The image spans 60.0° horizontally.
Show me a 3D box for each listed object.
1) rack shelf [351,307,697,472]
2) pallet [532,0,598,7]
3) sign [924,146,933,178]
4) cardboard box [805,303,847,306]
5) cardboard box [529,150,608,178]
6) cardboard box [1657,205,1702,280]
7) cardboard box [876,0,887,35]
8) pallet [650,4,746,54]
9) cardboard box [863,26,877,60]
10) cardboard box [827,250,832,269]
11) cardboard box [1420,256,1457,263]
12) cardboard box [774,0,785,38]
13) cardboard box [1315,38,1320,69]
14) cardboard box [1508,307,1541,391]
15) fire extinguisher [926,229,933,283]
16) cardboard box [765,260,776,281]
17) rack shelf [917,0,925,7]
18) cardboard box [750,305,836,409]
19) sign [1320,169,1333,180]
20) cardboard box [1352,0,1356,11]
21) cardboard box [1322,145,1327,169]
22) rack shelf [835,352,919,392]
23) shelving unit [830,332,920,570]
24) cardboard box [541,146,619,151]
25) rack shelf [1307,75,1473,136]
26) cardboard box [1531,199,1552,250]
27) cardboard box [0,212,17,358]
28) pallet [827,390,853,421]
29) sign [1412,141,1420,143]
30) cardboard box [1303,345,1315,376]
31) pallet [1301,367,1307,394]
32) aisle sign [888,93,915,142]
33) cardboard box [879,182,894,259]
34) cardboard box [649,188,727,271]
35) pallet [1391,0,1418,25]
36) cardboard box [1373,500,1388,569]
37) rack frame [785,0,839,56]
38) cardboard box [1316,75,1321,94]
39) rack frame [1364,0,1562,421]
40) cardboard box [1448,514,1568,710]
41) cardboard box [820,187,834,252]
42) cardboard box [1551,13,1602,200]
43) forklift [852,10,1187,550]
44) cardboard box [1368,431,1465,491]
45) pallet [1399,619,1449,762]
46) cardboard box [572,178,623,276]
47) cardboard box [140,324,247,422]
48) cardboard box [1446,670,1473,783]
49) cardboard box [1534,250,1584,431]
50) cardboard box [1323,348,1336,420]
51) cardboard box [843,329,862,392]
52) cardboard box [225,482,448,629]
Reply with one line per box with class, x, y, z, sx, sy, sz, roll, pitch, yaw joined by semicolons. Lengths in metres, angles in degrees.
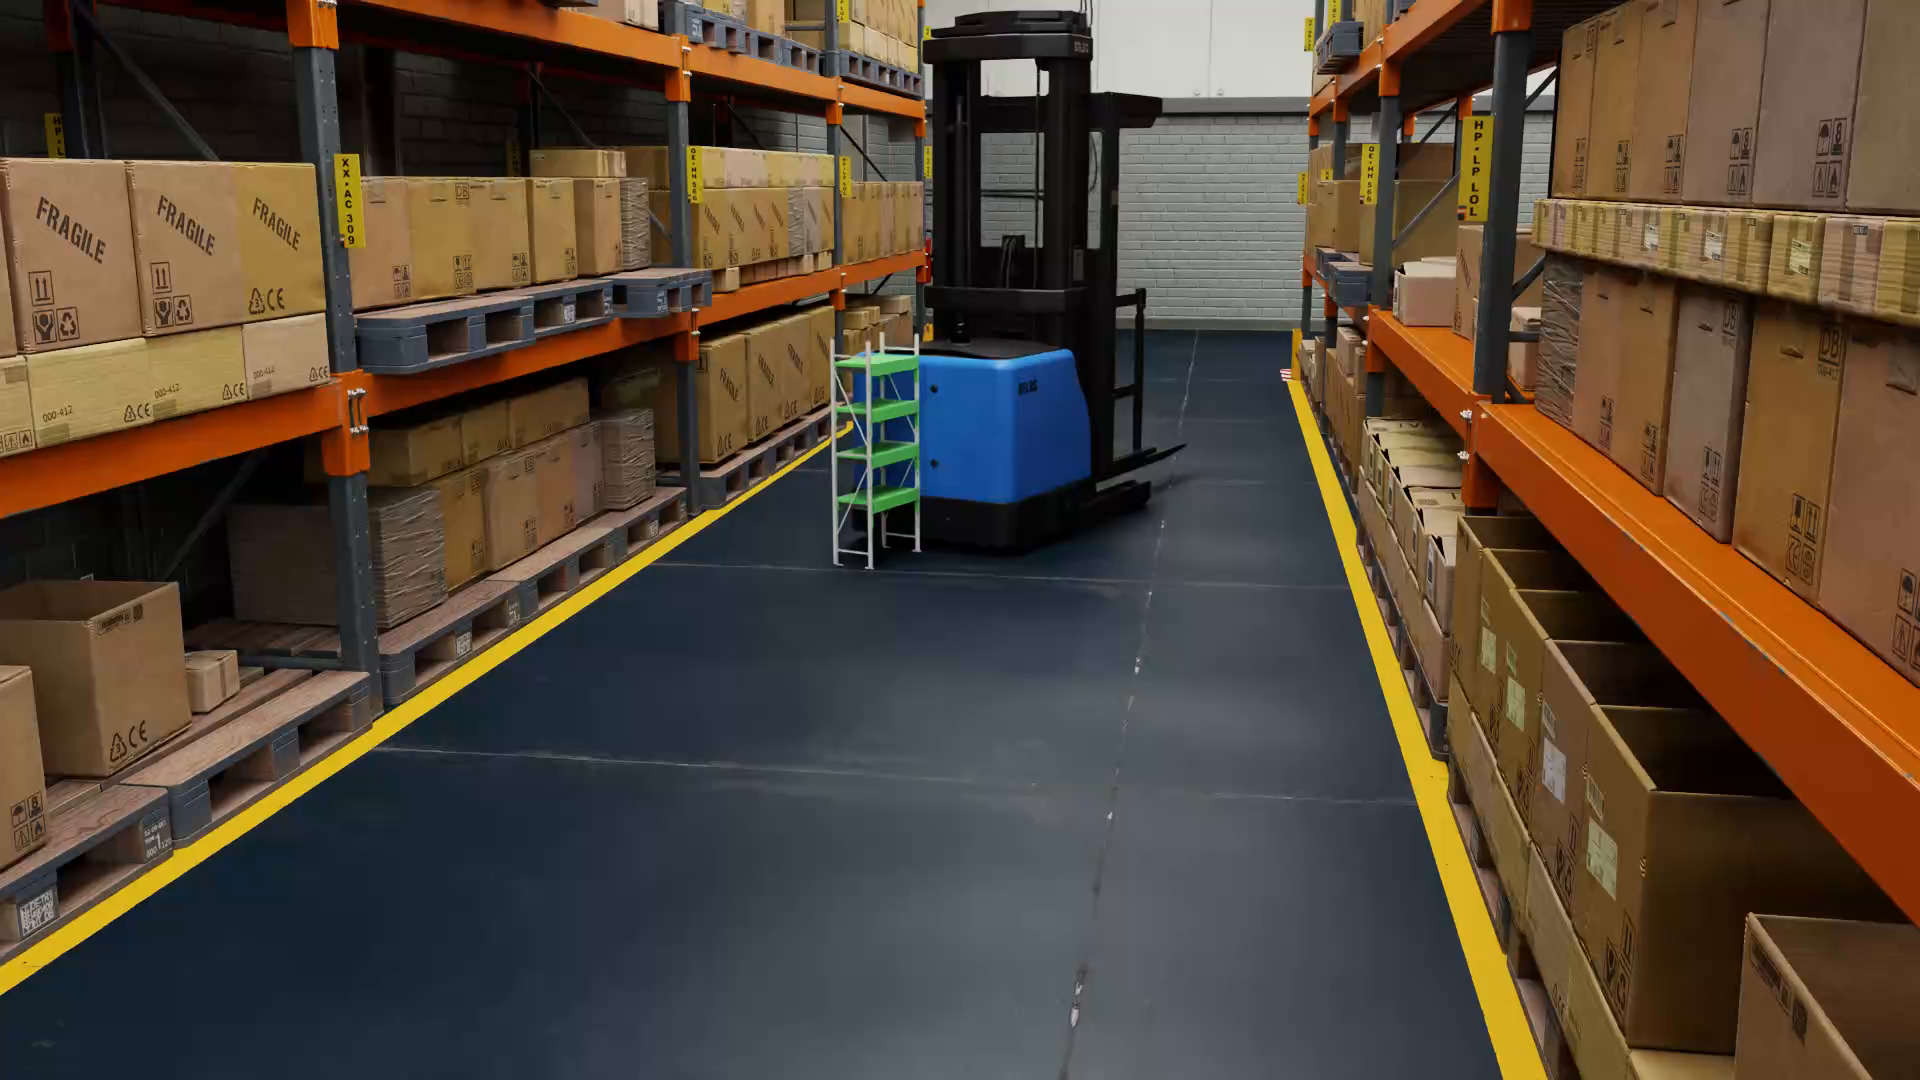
rack shelf;-2.404;-0.864;8.088;1.077;0.370;4.000;2;12;9
pallet;-2.355;-2.515;7.367;1.213;0.211;1.003;2;12;9
sign;-0.332;-3.958;17.430;0.100;0.325;0.005;2;12;9
cardboard box;-1.286;-2.164;15.813;0.380;0.149;0.250;2;12;8
cardboard box;-2.155;-2.072;9.168;0.380;0.149;0.250;0;12;-1
cardboard box;1.716;-0.633;3.533;0.380;0.149;0.250;2;12;8
cardboard box;-0.951;-4.828;14.996;0.500;0.500;0.500;2;12;9
pallet;-2.050;-3.141;10.278;1.213;0.211;1.003;2;12;11
cardboard box;-1.022;-4.352;14.571;0.500;0.250;0.500;2;12;7
cardboard box;-1.254;-2.272;13.463;0.380;0.149;0.250;2;12;9
cardboard box;2.699;-1.354;8.868;0.500;0.311;0.500;3;12;12
cardboard box;-1.726;-4.015;12.602;0.700;0.500;0.500;1;12;6
cardboard box;3.609;-4.572;15.639;0.500;0.250;0.500;2;12;9
cardboard box;2.216;-0.670;5.837;0.500;0.250;0.500;3;12;12
fire extinguisher;-0.387;-3.093;17.796;0.296;0.674;0.183;2;12;9
cardboard box;-1.545;-1.954;11.988;0.380;0.149;0.250;2;12;10
rack shelf;-1.174;-5.266;15.226;1.077;0.370;4.000;2;12;9
cardboard box;-1.453;-1.479;13.343;0.750;0.750;0.750;2;12;9
sign;2.876;-2.744;13.050;0.100;0.325;0.005;2;12;9
cardboard box;3.451;-4.411;13.110;0.700;0.500;0.500;2;12;9
cardboard box;3.312;-3.063;13.974;0.500;0.500;0.500;2;12;8
rack shelf;-0.447;-0.893;8.815;0.258;0.148;0.480;7;14;29
shelving unit;-0.447;-0.487;8.903;0.258;1.200;0.503;7;14;29
cardboard box;-2.283;-2.305;10.298;0.500;0.250;0.500;2;12;10
rack shelf;3.721;-3.836;14.759;1.077;0.370;4.000;2;12;9
cardboard box;1.951;-0.956;5.030;0.380;0.149;0.250;2;12;9
cardboard box;-2.718;-0.677;4.042;0.500;0.500;0.500;2;12;10
pallet;-1.287;-1.257;14.825;1.003;0.211;1.213;2;12;9
sign;4.574;-3.836;16.673;0.100;0.325;0.005;2;12;9
cardboard box;3.511;-1.696;15.725;0.500;0.250;0.500;2;12;9
pallet;3.896;-1.592;16.381;1.003;0.211;1.213;2;12;9
aisle sign;-0.559;-4.573;17.422;0.394;0.787;0.004;2;12;9
cardboard box;-1.162;-3.027;15.707;0.980;0.700;0.700;1;12;6
cardboard box;-1.769;-1.929;10.331;0.500;0.500;0.500;2;12;10
pallet;2.782;-2.702;8.238;1.213;0.211;1.003;2;12;11
cardboard box;2.277;-0.020;7.998;0.500;0.250;0.500;2;12;7
rack frame;-1.482;-5.397;13.176;1.000;3.000;0.127;2;12;9
cardboard box;3.534;-4.224;15.208;0.500;0.250;0.500;2;12;9
rack frame;2.799;-1.472;9.203;1.000;3.000;0.127;2;12;9
cardboard box;1.803;0.219;5.105;0.500;0.500;0.500;2;12;9
cardboard box;-1.304;-2.564;13.280;0.500;0.500;0.500;2;12;8
cardboard box;2.121;-1.230;4.763;0.700;0.500;0.500;2;12;9
forklift;0.546;-1.645;10.171;1.130;2.935;3.031;7;14;29
cardboard box;2.355;-0.398;8.419;0.500;0.311;0.500;2;12;7
pallet;2.258;0.569;6.351;1.003;0.211;1.213;2;12;9
cardboard box;-2.218;-1.680;8.888;0.700;0.500;0.500;1;12;3
cardboard box;-2.570;-0.524;5.111;0.500;0.250;0.500;2;12;9
cardboard box;1.812;0.586;5.183;0.500;0.250;0.500;2;12;9
cardboard box;2.121;-0.596;4.899;0.700;0.500;0.500;2;12;7
cardboard box;3.099;-1.205;12.853;0.500;0.500;0.500;1;12;6
cardboard box;-1.265;-1.600;14.734;0.700;0.500;0.500;2;12;9
cardboard box;-2.615;0.054;7.011;0.700;0.500;0.500;2;12;11
